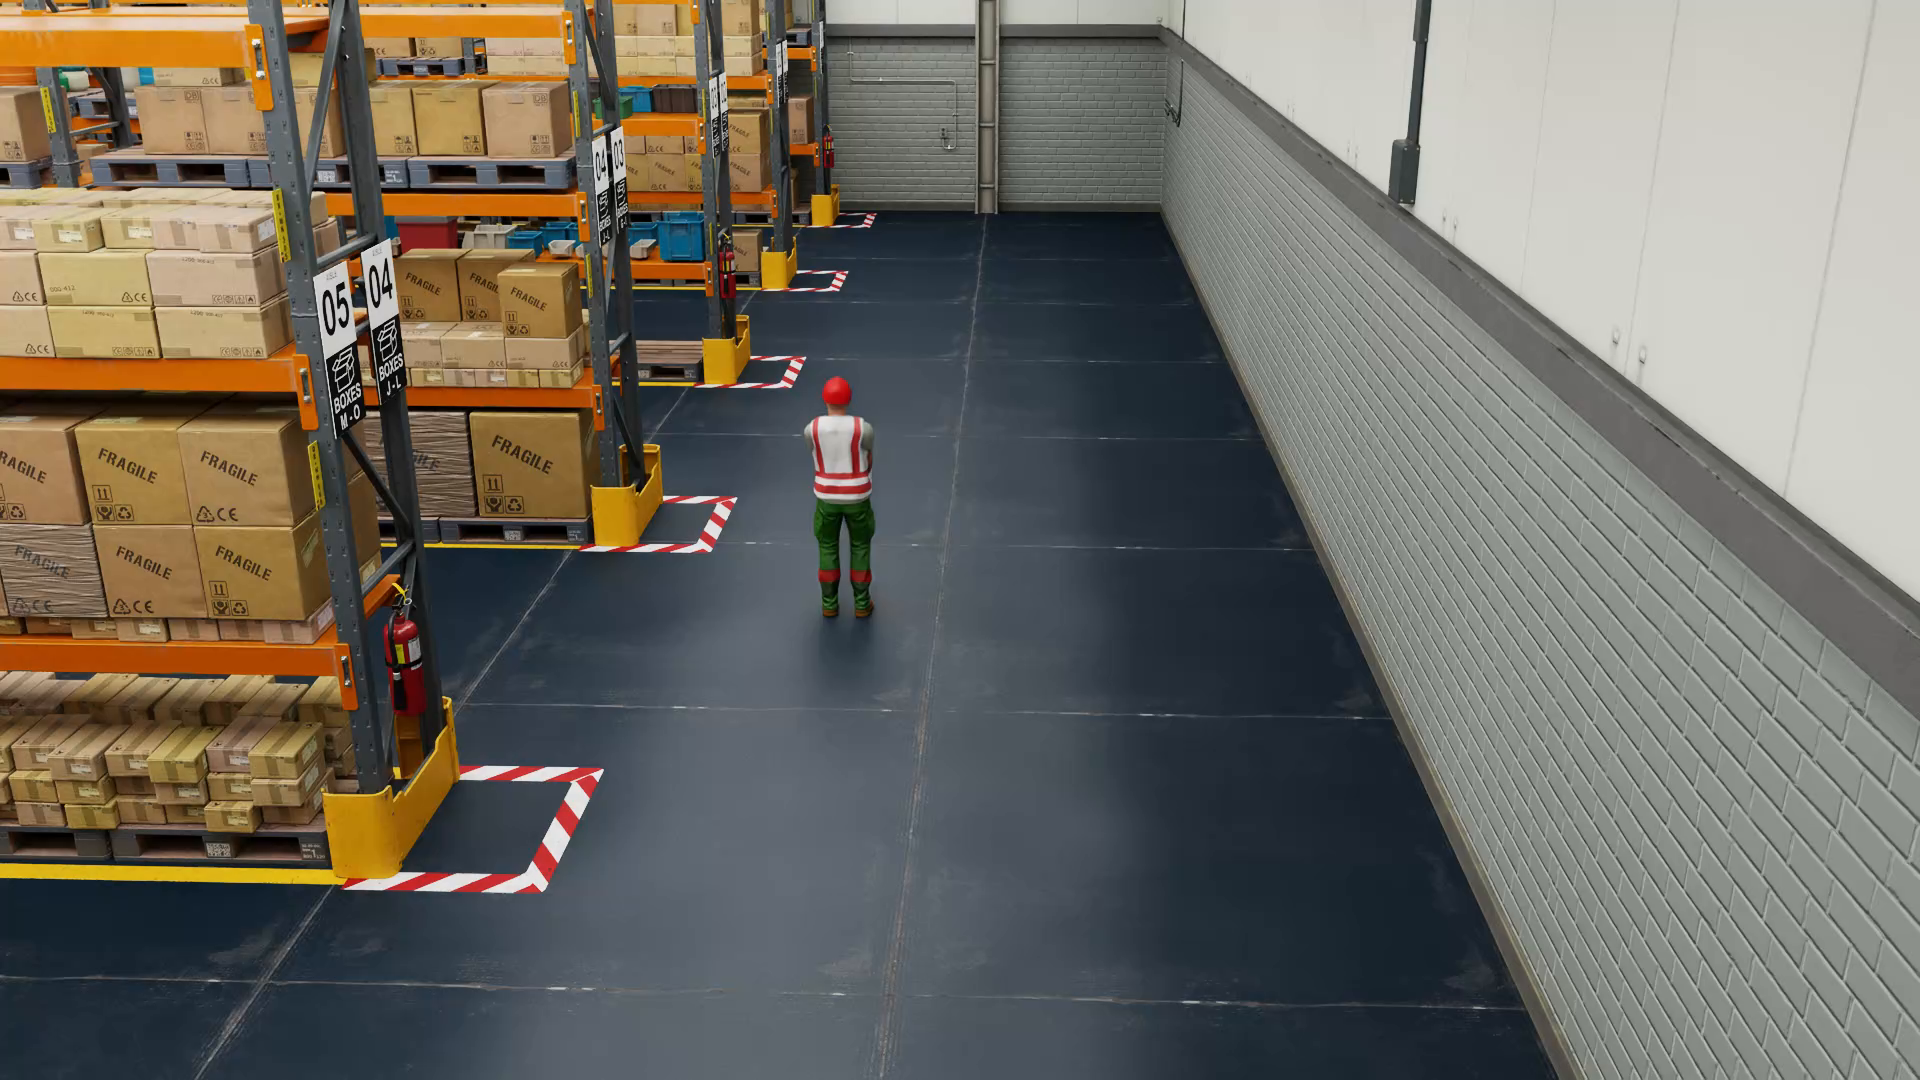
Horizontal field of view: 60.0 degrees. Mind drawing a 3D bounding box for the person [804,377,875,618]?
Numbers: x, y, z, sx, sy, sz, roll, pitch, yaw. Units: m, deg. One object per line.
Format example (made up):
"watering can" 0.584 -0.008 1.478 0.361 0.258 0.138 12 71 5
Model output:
"person" -0.842 -0.344 11.965 0.495 1.785 0.561 1 21 2
